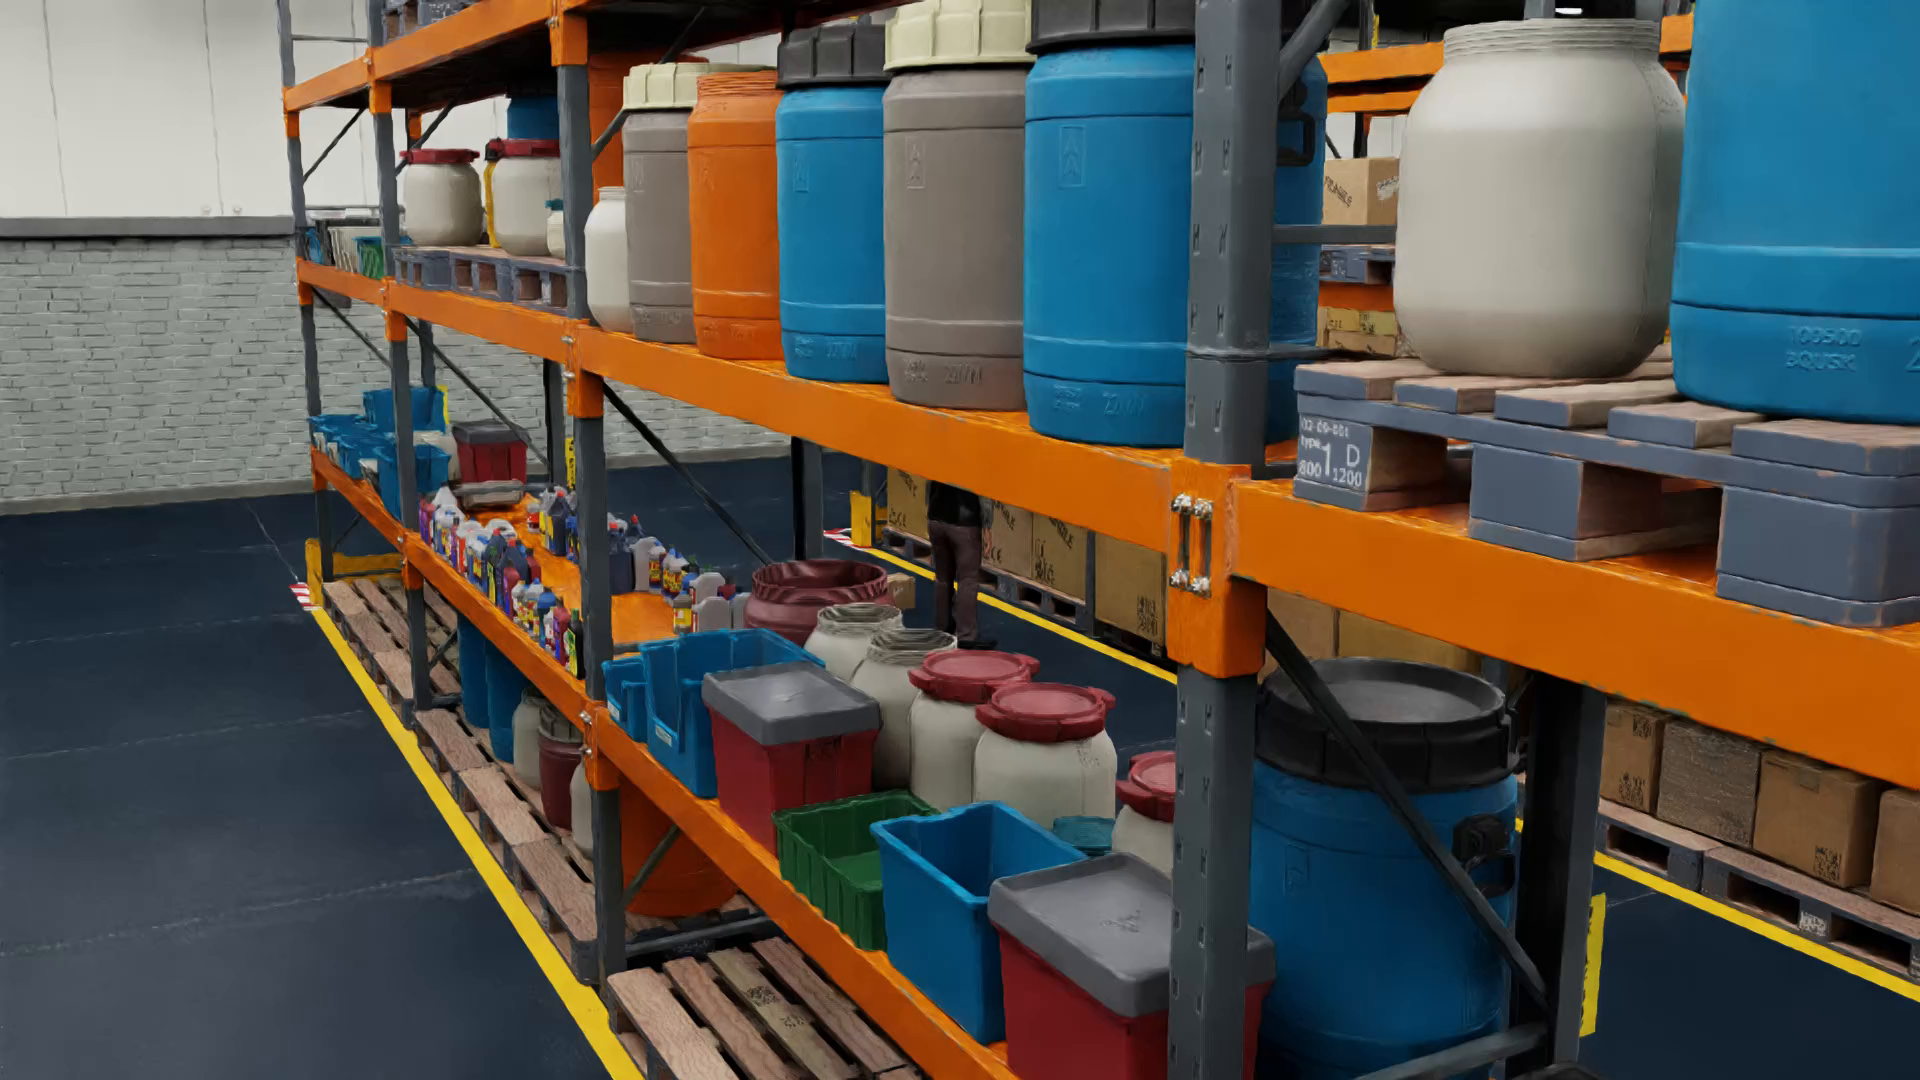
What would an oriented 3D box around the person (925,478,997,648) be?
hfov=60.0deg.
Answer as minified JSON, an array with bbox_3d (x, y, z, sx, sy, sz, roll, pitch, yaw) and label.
[{"bbox_3d":[0.021,-0.092,12.320,0.591,1.731,0.470,8,14,33],"label":"person"}]
